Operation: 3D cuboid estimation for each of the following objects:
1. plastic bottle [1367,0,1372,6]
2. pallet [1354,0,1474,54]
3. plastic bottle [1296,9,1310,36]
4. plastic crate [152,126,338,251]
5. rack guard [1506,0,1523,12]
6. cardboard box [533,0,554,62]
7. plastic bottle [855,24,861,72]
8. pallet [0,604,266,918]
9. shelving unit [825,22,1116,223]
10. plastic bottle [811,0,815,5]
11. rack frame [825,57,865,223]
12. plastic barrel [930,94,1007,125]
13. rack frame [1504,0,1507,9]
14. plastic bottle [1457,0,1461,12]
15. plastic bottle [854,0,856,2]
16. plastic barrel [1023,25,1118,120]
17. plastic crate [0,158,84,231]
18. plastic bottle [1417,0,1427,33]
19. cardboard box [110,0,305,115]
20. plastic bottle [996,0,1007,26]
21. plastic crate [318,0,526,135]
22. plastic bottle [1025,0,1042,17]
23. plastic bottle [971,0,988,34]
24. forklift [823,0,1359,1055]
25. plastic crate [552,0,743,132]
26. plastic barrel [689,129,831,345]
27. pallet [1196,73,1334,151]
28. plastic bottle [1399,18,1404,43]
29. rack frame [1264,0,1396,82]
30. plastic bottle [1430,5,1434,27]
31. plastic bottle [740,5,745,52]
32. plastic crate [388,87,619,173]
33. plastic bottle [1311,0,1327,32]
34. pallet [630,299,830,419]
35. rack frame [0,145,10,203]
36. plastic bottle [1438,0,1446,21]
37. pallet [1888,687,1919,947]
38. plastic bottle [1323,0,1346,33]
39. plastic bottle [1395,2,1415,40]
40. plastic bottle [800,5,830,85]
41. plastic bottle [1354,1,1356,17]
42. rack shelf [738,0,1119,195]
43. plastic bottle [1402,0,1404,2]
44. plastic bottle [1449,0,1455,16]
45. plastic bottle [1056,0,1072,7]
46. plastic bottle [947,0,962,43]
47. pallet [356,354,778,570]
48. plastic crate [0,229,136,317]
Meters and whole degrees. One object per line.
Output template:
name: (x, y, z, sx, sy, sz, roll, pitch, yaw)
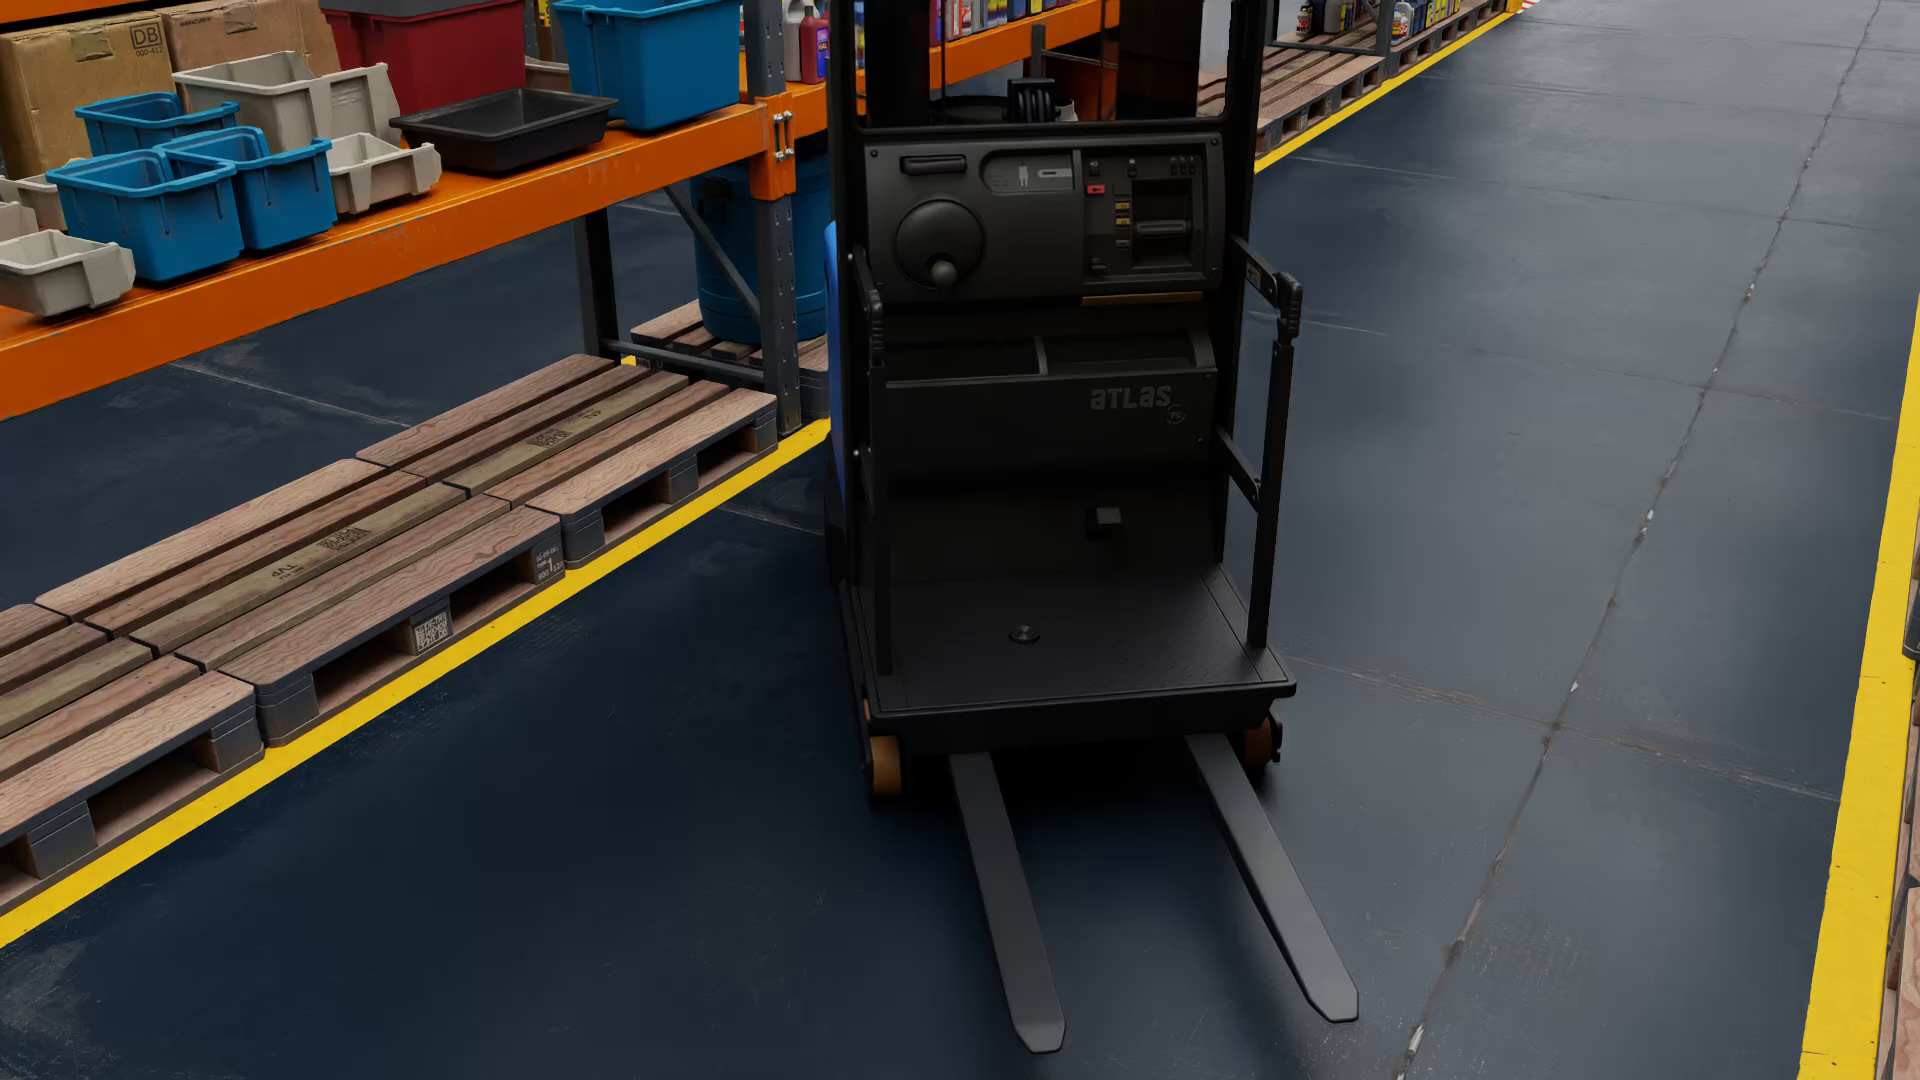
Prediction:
plastic bottle: (3.594, -4.819, 14.660, 0.097, 0.201, 0.097, 0, 27, 0)
pallet: (3.806, -4.476, 14.455, 1.003, 0.211, 1.213, 14, 30, 26)
plastic bottle: (2.747, -4.148, 13.321, 0.097, 0.201, 0.097, 0, 27, 0)
plastic crate: (-1.860, -0.922, 4.361, 0.416, 0.233, 0.300, 14, 30, 26)
rack guard: (4.811, -5.394, 15.967, 1.175, 0.500, 0.348, 14, 30, 26)
cardboard box: (-3.128, -3.869, 12.429, 0.700, 0.500, 0.500, 13, 29, 23)
plastic bottle: (-0.437, -1.936, 6.489, 0.097, 0.201, 0.097, 0, 27, 0)
pallet: (-2.624, 0.618, 4.280, 1.003, 0.211, 1.213, 14, 30, 26)
shelving unit: (0.088, -1.065, 6.202, 1.048, 1.500, 0.538, -23, 35, -38)
plastic bottle: (-0.712, -2.324, 7.096, 0.144, 0.351, 0.185, 14, 30, 26)
rack frame: (-0.282, -0.909, 5.890, 0.032, 1.500, 0.500, -23, 35, -38)
plastic barrel: (0.091, -1.909, 8.437, 0.600, 0.588, 0.708, 14, 30, 26)
rack frame: (4.808, -6.552, 15.487, 1.000, 3.000, 0.127, 14, 30, 26)
plastic bottle: (4.286, -4.685, 14.392, 0.097, 0.201, 0.097, 0, 27, 0)
plastic bottle: (-0.356, -2.059, 6.650, 0.152, 0.276, 0.135, 14, 30, 26)
plastic barrel: (0.647, -2.457, 9.262, 0.600, 0.830, 0.708, 14, 30, 26)
plastic crate: (-2.419, -0.926, 4.476, 0.298, 0.136, 0.250, 14, 30, 26)
plastic bottle: (3.691, -4.302, 13.460, 0.144, 0.351, 0.185, 13, 29, 24)
cardboard box: (-4.671, -2.806, 9.908, 1.225, 0.875, 0.875, 13, 29, 24)
plastic bottle: (0.162, -2.442, 7.422, 0.097, 0.271, 0.097, 0, 27, 0)
plastic crate: (-1.753, -1.638, 5.532, 0.402, 0.464, 0.583, 14, 30, 26)
plastic bottle: (0.326, -2.561, 7.645, 0.061, 0.283, 0.133, 14, 30, 26)
plastic bottle: (0.034, -2.367, 7.267, 0.152, 0.276, 0.135, 14, 30, 26)
forklift: (0.256, -0.801, 4.075, 1.130, 2.935, 3.031, -4, 27, -7)
plastic crate: (-1.028, -1.638, 5.621, 0.392, 0.384, 0.575, 14, 30, 26)
plastic barrel: (-0.813, -1.333, 6.937, 0.600, 0.901, 0.708, 14, 30, 26)
pallet: (1.888, -2.954, 11.415, 1.003, 0.211, 1.213, 14, 30, 26)
plastic bottle: (3.429, -4.005, 13.035, 0.097, 0.201, 0.097, 0, 27, 0)
rack frame: (2.840, -4.993, 12.373, 1.000, 3.000, 0.127, 14, 30, 26)
plastic bottle: (3.851, -4.340, 13.704, 0.097, 0.201, 0.097, 0, 27, 0)
plastic bottle: (-0.885, -2.133, 6.882, 0.097, 0.201, 0.097, 0, 27, 0)
plastic crate: (-1.412, -1.284, 5.203, 0.437, 0.125, 0.590, 14, 30, 26)
plastic bottle: (2.906, -4.319, 13.496, 0.144, 0.351, 0.185, 13, 30, 25)
pallet: (-0.680, -0.920, 7.351, 1.003, 0.211, 1.213, 14, 30, 26)
rack frame: (-5.408, -2.966, 8.324, 1.000, 3.000, 0.127, 14, 30, 26)
plastic bottle: (3.992, -4.540, 13.936, 0.144, 0.351, 0.185, 16, 31, 28)
pallet: (2.877, 0.732, 4.053, 1.003, 0.211, 1.213, 14, 30, 26)
plastic bottle: (3.032, -4.288, 13.432, 0.144, 0.351, 0.185, 14, 30, 26)
plastic bottle: (3.514, -4.131, 13.203, 0.152, 0.276, 0.135, 15, 30, 28)
plastic bottle: (-0.544, -1.872, 6.269, 0.061, 0.283, 0.133, 14, 30, 26)
plastic bottle: (3.261, -4.477, 13.887, 0.061, 0.283, 0.133, 14, 30, 26)
rack shelf: (-0.111, -2.333, 7.863, 1.077, 0.370, 4.000, 14, 30, 26)
plastic bottle: (3.565, -4.276, 13.497, 0.097, 0.271, 0.097, 0, 27, 0)
plastic bottle: (4.138, -4.626, 14.192, 0.152, 0.276, 0.135, 14, 30, 26)
plastic bottle: (0.483, -2.685, 7.893, 0.061, 0.283, 0.133, 14, 30, 26)
plastic bottle: (-0.080, -2.277, 7.086, 0.152, 0.276, 0.135, 14, 30, 26)
pallet: (-1.423, -0.333, 6.179, 1.003, 0.211, 1.213, 14, 30, 26)
plastic crate: (-2.091, -0.620, 3.865, 0.250, 0.136, 0.298, 14, 30, 26)
